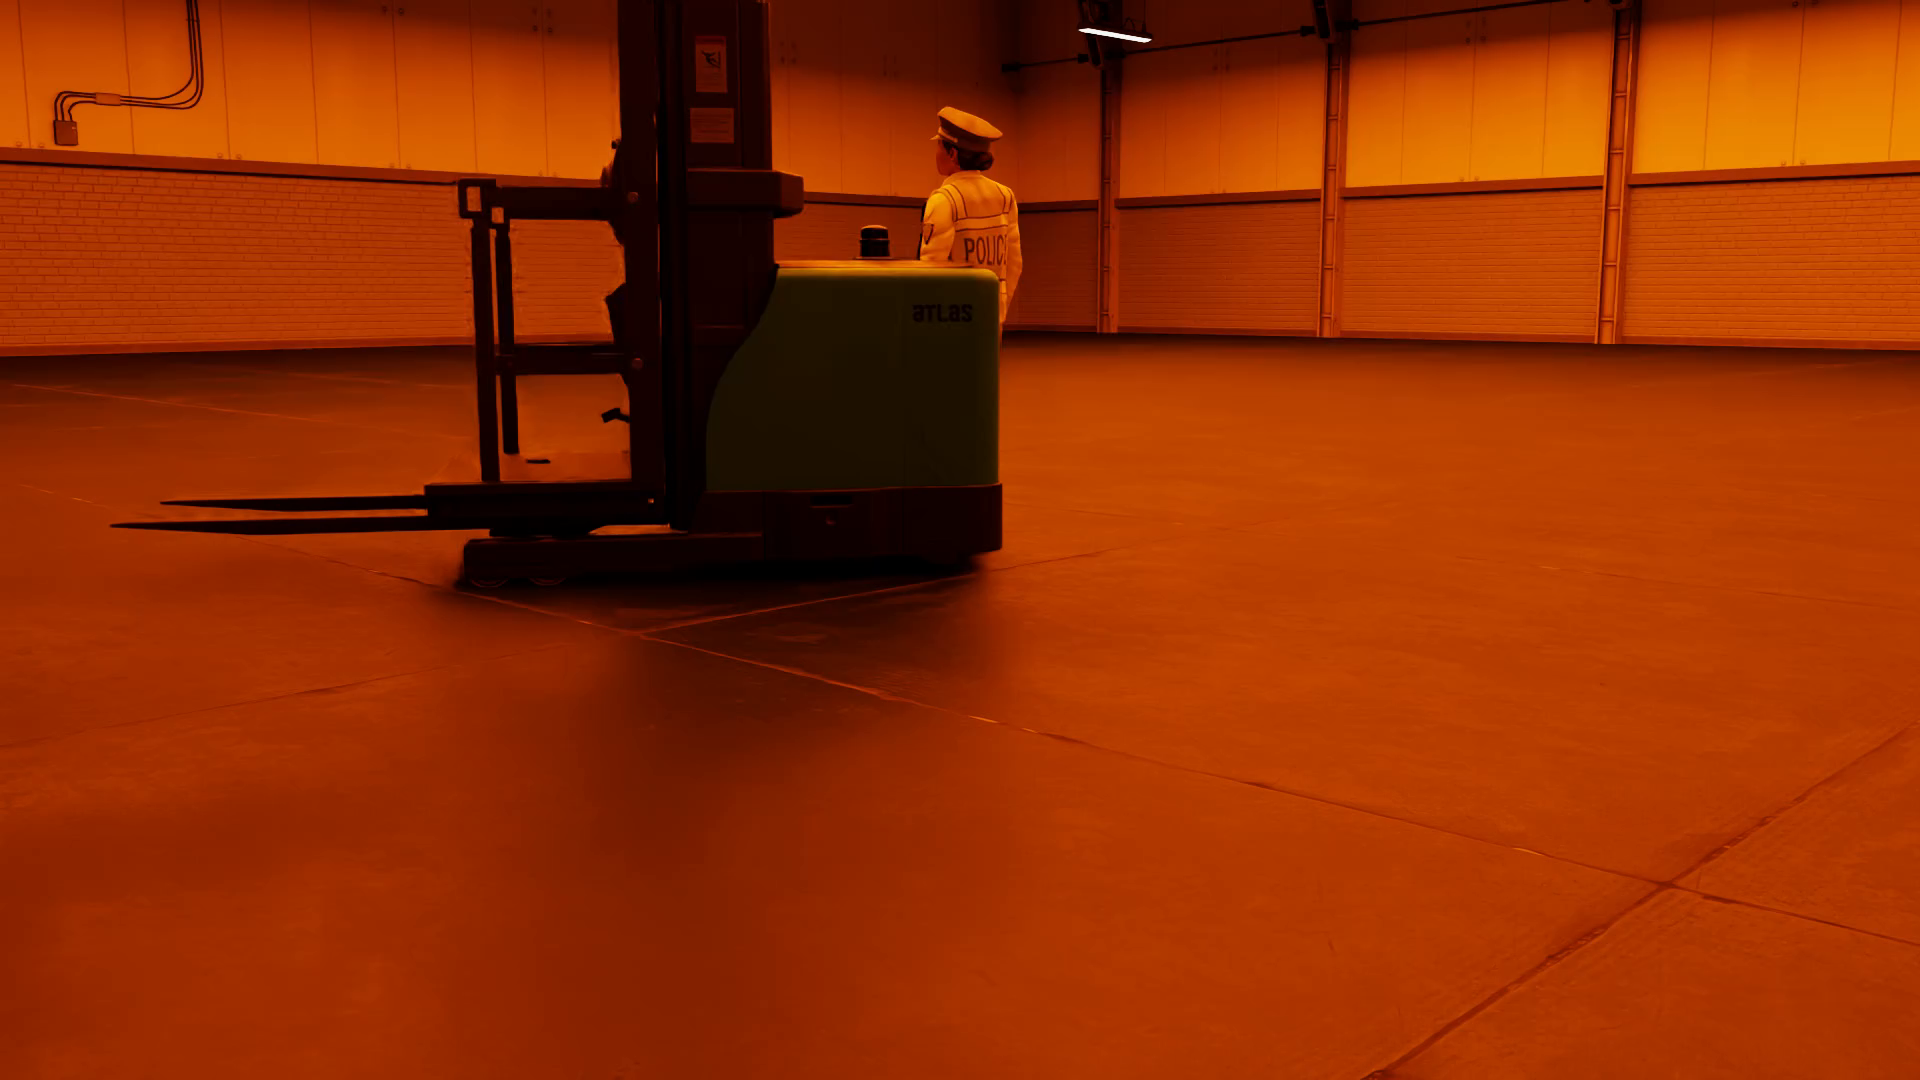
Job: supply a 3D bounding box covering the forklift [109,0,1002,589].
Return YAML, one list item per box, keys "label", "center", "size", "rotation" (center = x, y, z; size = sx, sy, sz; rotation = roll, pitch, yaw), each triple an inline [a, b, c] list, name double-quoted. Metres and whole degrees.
- label: "forklift"
  center: [-1.417, -1.370, 5.971]
  size: [3.031, 2.935, 1.130]
  rotation: [-2, 9, -11]

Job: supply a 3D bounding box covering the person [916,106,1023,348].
- label: "person"
  center: [-0.044, -0.853, 6.643]
  size: [0.530, 1.694, 0.586]
  rotation: [8, 12, 43]
